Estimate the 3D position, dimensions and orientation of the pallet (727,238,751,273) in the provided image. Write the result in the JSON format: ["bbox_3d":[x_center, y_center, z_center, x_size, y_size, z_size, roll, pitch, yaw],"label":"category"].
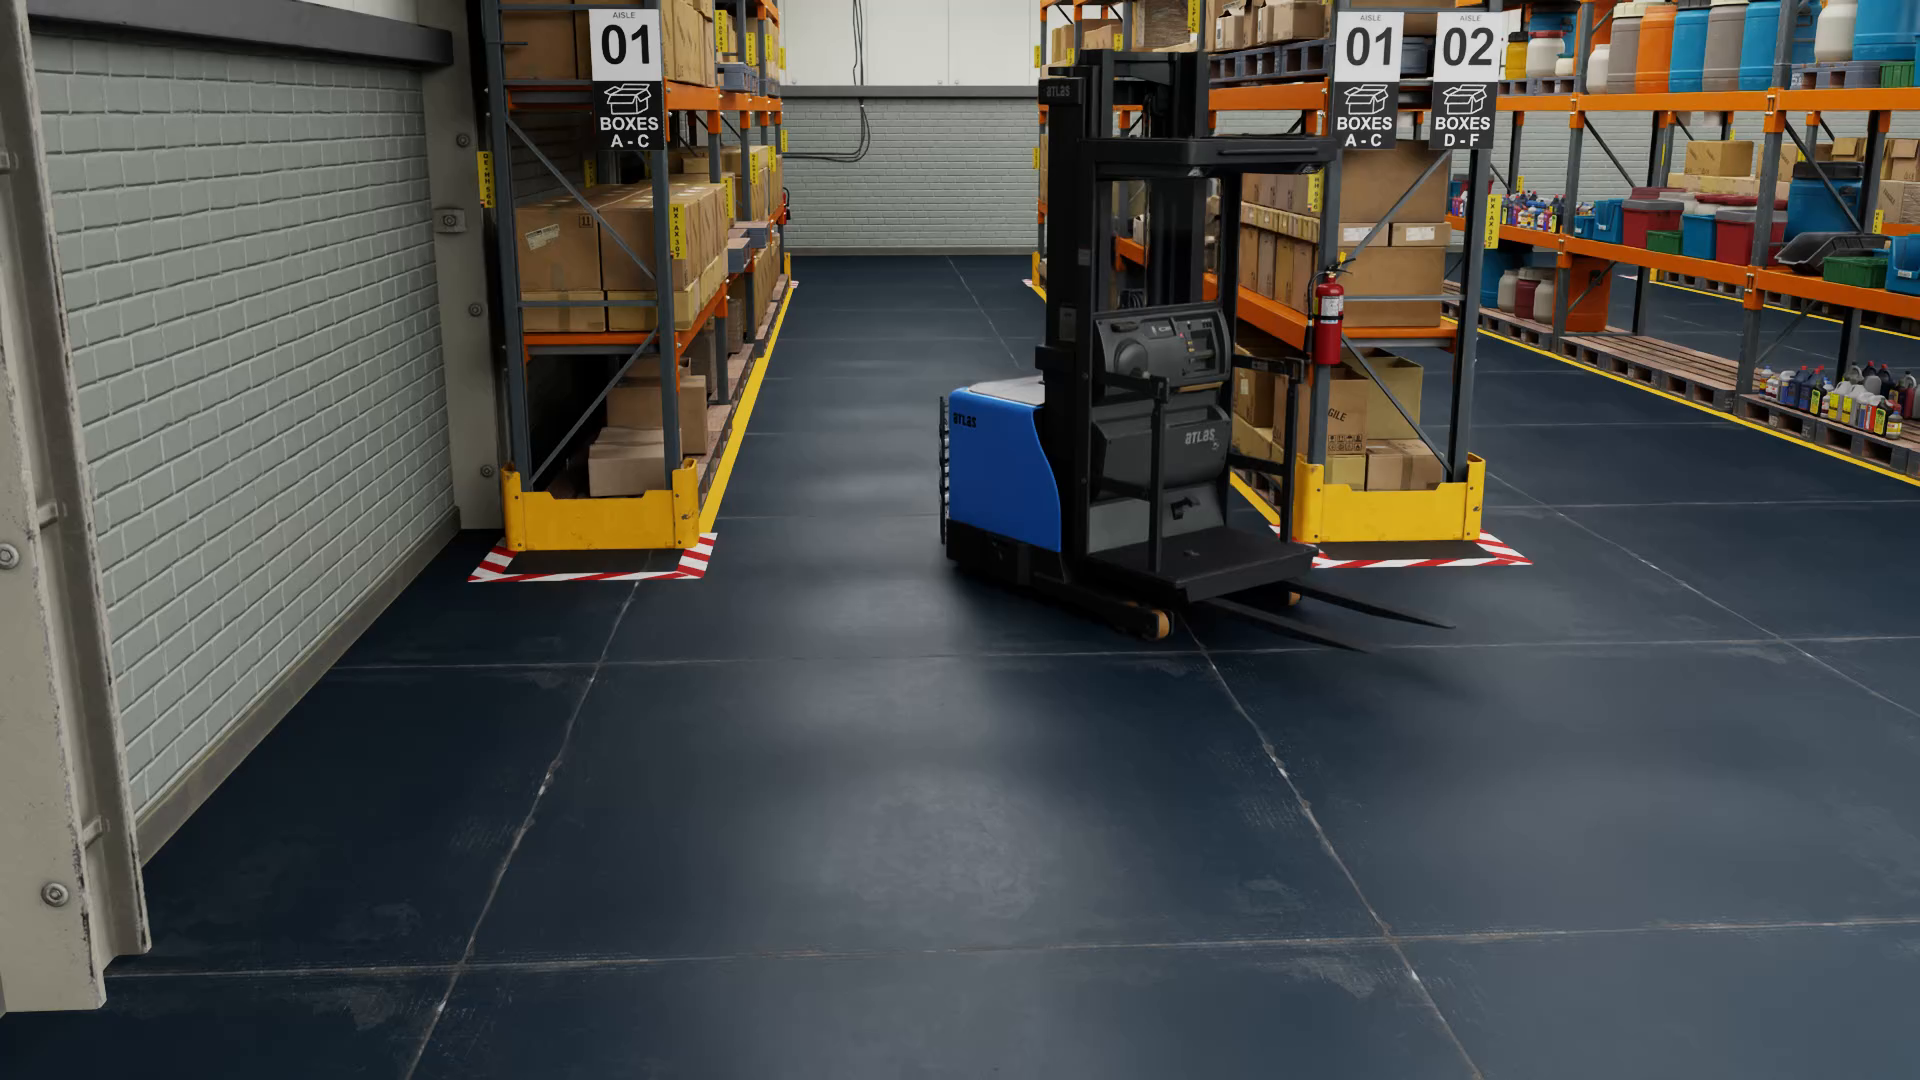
[{"bbox_3d":[-2.381,-2.509,14.644,1.003,0.211,1.213,-1,14,-3],"label":"pallet"}]

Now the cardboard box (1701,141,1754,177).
[{"bbox_3d":[11.438,-5.682,24.788,0.500,0.500,0.500,-1,14,-5],"label":"cardboard box"}]

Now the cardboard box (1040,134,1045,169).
[{"bbox_3d":[1.486,-5.890,25.191,0.500,0.500,0.500,0,14,-2],"label":"cardboard box"}]

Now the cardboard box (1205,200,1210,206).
[{"bbox_3d":[2.370,-2.983,15.898,0.500,0.500,0.500,-1,14,-3],"label":"cardboard box"}]

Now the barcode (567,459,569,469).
[{"bbox_3d":[-2.585,-0.502,10.953,0.001,0.075,0.075,-1,14,-3],"label":"barcode"}]

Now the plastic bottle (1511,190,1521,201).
[{"bbox_3d":[7.153,-4.303,21.329,0.144,0.351,0.185,-1,14,-3],"label":"plastic bottle"}]

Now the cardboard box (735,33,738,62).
[{"bbox_3d":[-2.931,-5.756,19.773,0.700,0.500,0.500,-1,14,-4],"label":"cardboard box"}]

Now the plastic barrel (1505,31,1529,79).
[{"bbox_3d":[7.172,-6.076,20.881,0.600,0.588,0.600,0,14,0],"label":"plastic barrel"}]

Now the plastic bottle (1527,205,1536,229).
[{"bbox_3d":[6.683,-3.773,19.427,0.097,0.271,0.097,0,14,0],"label":"plastic bottle"}]

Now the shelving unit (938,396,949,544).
[{"bbox_3d":[-0.001,-0.438,10.422,0.258,0.900,0.210,-1,14,-3],"label":"shelving unit"}]

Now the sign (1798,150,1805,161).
[{"bbox_3d":[11.303,-5.078,22.345,0.100,0.325,0.005,-1,14,-3],"label":"sign"}]

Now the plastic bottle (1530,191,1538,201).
[{"bbox_3d":[7.308,-4.259,21.159,0.144,0.351,0.185,-1,14,-3],"label":"plastic bottle"}]

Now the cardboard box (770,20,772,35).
[{"bbox_3d":[-2.777,-6.704,22.295,0.500,0.500,0.500,-1,14,-5],"label":"cardboard box"}]

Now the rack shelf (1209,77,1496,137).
[{"bbox_3d":[2.589,-3.094,11.956,1.077,0.370,4.000,-1,14,-3],"label":"rack shelf"}]

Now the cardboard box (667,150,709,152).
[{"bbox_3d":[-3.043,-4.208,18.518,0.500,0.250,0.500,-1,14,-5],"label":"cardboard box"}]

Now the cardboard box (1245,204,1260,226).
[{"bbox_3d":[2.372,-2.460,12.564,0.380,0.149,0.250,-1,14,-5],"label":"cardboard box"}]

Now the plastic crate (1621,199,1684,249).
[{"bbox_3d":[6.956,-3.182,16.745,0.402,0.464,0.583,-1,14,-3],"label":"plastic crate"}]

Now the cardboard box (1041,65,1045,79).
[{"bbox_3d":[1.493,-6.962,24.843,0.500,0.250,0.500,-1,14,-3],"label":"cardboard box"}]

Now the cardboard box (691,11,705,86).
[{"bbox_3d":[-2.110,-3.536,11.988,0.500,0.500,0.500,-1,15,-6],"label":"cardboard box"}]

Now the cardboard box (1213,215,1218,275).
[{"bbox_3d":[2.498,-2.425,13.733,0.700,0.500,0.500,-1,14,-5],"label":"cardboard box"}]

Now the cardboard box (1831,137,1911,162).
[{"bbox_3d":[11.904,-5.004,21.743,0.797,0.503,0.637,-1,14,-5],"label":"cardboard box"}]

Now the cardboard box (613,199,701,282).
[{"bbox_3d":[-1.982,-1.962,10.887,0.500,0.500,0.500,-1,14,-3],"label":"cardboard box"}]

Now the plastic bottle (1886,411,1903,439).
[{"bbox_3d":[7.105,-0.876,12.644,0.097,0.201,0.097,0,14,0],"label":"plastic bottle"}]

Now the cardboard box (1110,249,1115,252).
[{"bbox_3d":[1.818,-3.470,20.621,0.500,0.250,0.500,-1,14,-3],"label":"cardboard box"}]

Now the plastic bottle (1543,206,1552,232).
[{"bbox_3d":[6.696,-3.653,18.937,0.061,0.283,0.133,-1,14,-3],"label":"plastic bottle"}]

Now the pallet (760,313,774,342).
[{"bbox_3d":[-2.773,-2.554,20.030,1.003,0.211,1.213,-1,14,-3],"label":"pallet"}]

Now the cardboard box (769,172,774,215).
[{"bbox_3d":[-2.992,-4.680,22.094,0.980,0.700,0.700,-1,14,-3],"label":"cardboard box"}]

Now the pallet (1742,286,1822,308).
[{"bbox_3d":[11.888,-3.469,23.585,1.003,0.211,1.213,-1,14,-3],"label":"pallet"}]

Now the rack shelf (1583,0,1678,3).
[{"bbox_3d":[7.285,-5.424,15.793,1.077,0.370,4.000,-1,14,-3],"label":"rack shelf"}]

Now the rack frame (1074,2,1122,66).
[{"bbox_3d":[1.969,-7.382,21.159,1.000,3.000,0.127,-1,14,-3],"label":"rack frame"}]

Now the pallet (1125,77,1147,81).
[{"bbox_3d":[2.348,-4.676,17.039,1.213,0.211,1.003,0,14,-1],"label":"pallet"}]

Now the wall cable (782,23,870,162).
[{"bbox_3d":[-3.216,-8.208,30.600,3.097,2.526,0.112,-1,14,-3],"label":"wall cable"}]

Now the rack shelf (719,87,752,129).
[{"bbox_3d":[-2.603,-4.012,15.522,1.077,0.370,4.000,-1,14,-3],"label":"rack shelf"}]

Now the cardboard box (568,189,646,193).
[{"bbox_3d":[-2.605,-2.337,12.347,0.500,0.500,0.500,0,14,-2],"label":"cardboard box"}]

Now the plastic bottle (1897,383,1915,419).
[{"bbox_3d":[7.668,-1.134,13.484,0.061,0.283,0.133,-1,14,-3],"label":"plastic bottle"}]

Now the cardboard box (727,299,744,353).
[{"bbox_3d":[-2.630,-2.229,17.303,0.700,0.500,0.500,-1,14,-3],"label":"cardboard box"}]

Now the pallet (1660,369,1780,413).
[{"bbox_3d":[7.321,-1.407,15.572,1.003,0.211,1.213,-1,14,-3],"label":"pallet"}]

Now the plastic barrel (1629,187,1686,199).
[{"bbox_3d":[7.492,-3.513,17.886,0.600,0.536,0.708,-1,14,-3],"label":"plastic barrel"}]

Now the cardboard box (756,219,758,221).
[{"bbox_3d":[-2.455,-3.508,18.606,0.380,0.149,0.250,0,14,-2],"label":"cardboard box"}]

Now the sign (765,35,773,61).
[{"bbox_3d":[-2.434,-6.266,21.170,0.100,0.325,0.005,-1,14,-3],"label":"sign"}]

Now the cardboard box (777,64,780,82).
[{"bbox_3d":[-2.912,-6.848,24.360,0.500,0.250,0.500,0,14,-2],"label":"cardboard box"}]

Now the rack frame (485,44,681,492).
[{"bbox_3d":[-2.231,-1.415,10.007,1.000,3.000,0.127,-1,14,-3],"label":"rack frame"}]

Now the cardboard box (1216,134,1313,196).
[{"bbox_3d":[2.498,-3.054,13.571,0.700,0.500,0.500,-1,14,-3],"label":"cardboard box"}]

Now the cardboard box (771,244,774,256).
[{"bbox_3d":[-2.758,-3.982,22.855,0.380,0.149,0.250,0,14,-2],"label":"cardboard box"}]

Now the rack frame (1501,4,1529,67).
[{"bbox_3d":[6.913,-7.458,21.453,1.000,3.000,0.127,-1,14,-3],"label":"rack frame"}]

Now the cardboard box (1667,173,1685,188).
[{"bbox_3d":[11.369,-5.572,25.865,0.500,0.250,0.500,-1,14,-5],"label":"cardboard box"}]

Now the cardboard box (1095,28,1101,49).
[{"bbox_3d":[1.991,-5.938,20.320,0.600,0.600,0.600,-1,14,-4],"label":"cardboard box"}]

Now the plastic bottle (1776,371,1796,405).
[{"bbox_3d":[7.038,-1.291,14.107,0.152,0.276,0.135,0,14,-1],"label":"plastic bottle"}]

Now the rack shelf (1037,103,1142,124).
[{"bbox_3d":[1.845,-6.079,23.556,1.077,0.370,4.000,-1,14,-3],"label":"rack shelf"}]

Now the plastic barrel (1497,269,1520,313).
[{"bbox_3d":[6.919,-3.098,20.695,0.421,0.512,0.421,0,14,0],"label":"plastic barrel"}]

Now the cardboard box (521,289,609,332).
[{"bbox_3d":[-2.454,-1.465,10.463,0.500,0.250,0.500,-1,14,-3],"label":"cardboard box"}]

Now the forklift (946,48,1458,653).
[{"bbox_3d":[1.217,-1.038,8.680,1.130,2.935,3.031,-11,18,-36],"label":"forklift"}]

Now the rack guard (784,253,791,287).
[{"bbox_3d":[-3.224,-4.190,25.807,1.175,0.500,0.348,-1,14,-3],"label":"rack guard"}]

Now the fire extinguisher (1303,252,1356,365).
[{"bbox_3d":[2.256,-1.418,10.175,0.296,0.674,0.183,-1,14,-3],"label":"fire extinguisher"}]
